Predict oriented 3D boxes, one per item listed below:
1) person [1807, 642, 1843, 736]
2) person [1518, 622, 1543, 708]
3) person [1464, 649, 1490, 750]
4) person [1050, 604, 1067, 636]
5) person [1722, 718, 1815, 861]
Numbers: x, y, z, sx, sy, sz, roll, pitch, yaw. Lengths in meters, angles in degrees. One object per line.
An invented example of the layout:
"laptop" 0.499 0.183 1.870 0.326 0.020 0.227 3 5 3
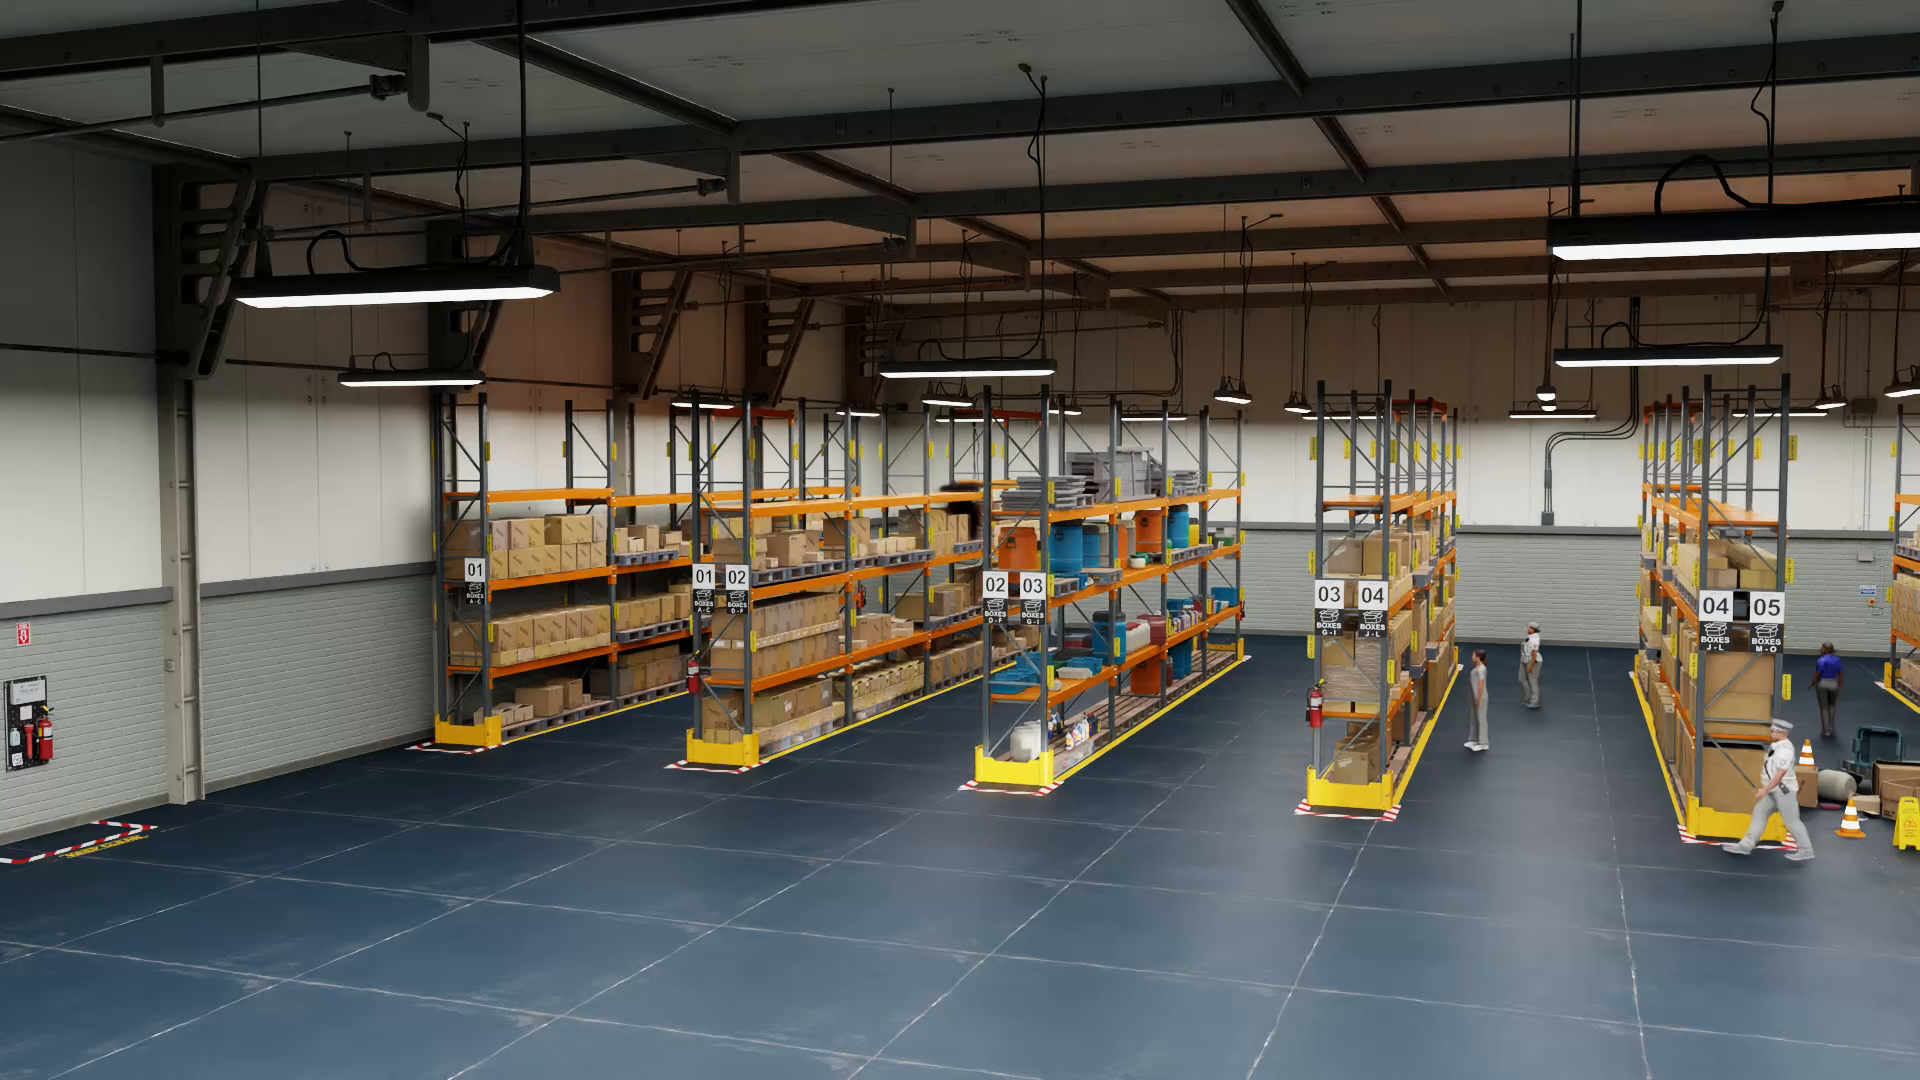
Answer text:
"person" 15.206 2.620 29.207 0.538 1.672 0.738 1 3 15
"person" 11.199 2.468 32.676 0.429 1.721 0.544 0 3 -8
"person" 8.687 2.668 27.955 0.372 1.674 0.488 0 3 -4
"person" 2.642 1.755 45.260 0.590 1.698 0.401 -1 3 -13
"person" 9.906 3.036 20.286 0.987 1.722 0.536 0 3 6
